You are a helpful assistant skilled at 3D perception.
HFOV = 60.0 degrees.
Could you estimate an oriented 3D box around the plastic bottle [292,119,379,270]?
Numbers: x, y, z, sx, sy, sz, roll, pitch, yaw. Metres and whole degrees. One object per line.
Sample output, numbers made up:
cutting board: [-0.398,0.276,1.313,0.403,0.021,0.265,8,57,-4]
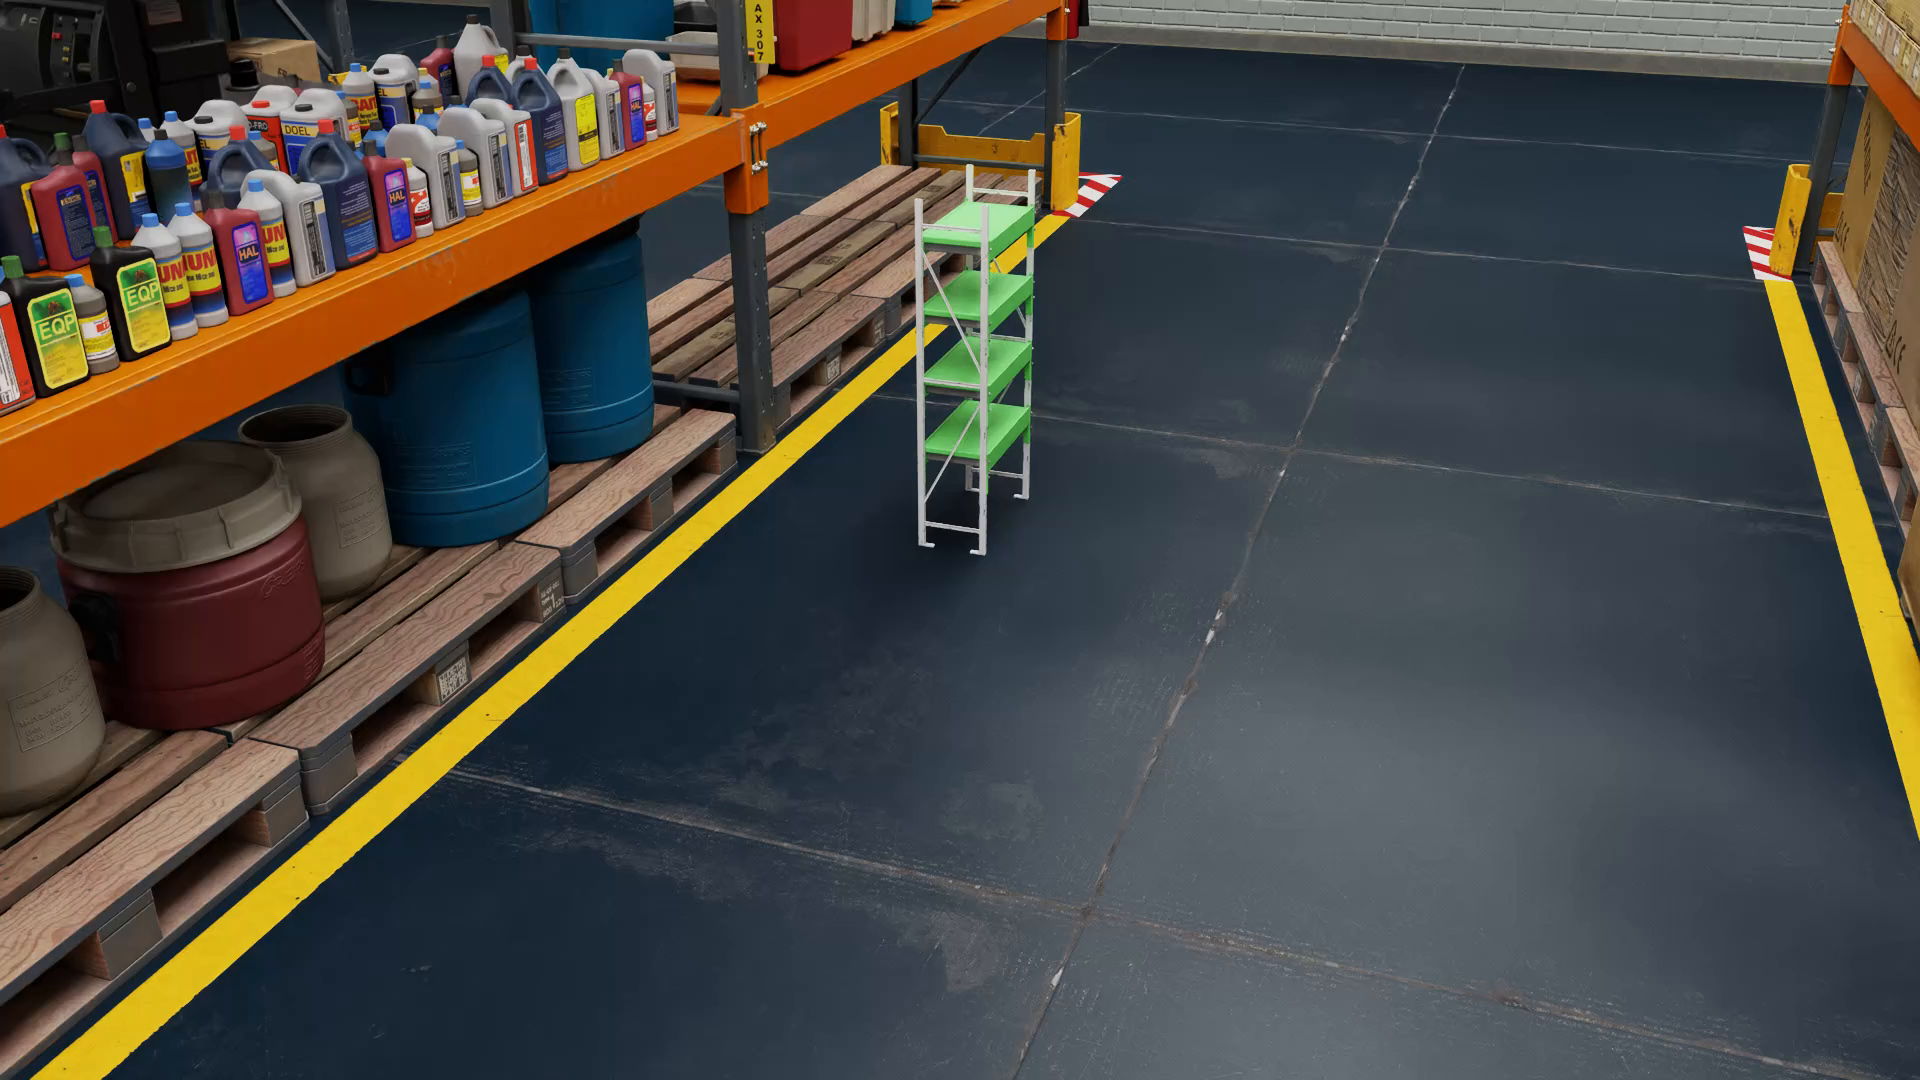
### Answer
plastic bottle: [-1.574,-0.868,4.156,0.144,0.351,0.185,9,27,17]

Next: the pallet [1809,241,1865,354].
pallet: [4.600,-1.098,7.776,1.003,0.211,1.213,9,27,17]

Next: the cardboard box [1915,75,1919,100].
cardboard box: [3.681,-1.637,5.978,0.380,0.149,0.250,8,27,17]

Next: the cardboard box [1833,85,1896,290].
cardboard box: [4.654,-1.651,7.675,0.875,0.875,0.875,9,27,17]

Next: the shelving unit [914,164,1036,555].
shelving unit: [0.055,-0.608,5.629,0.258,1.200,0.503,9,27,17]

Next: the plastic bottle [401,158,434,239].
plastic bottle: [-1.460,-0.910,4.415,0.097,0.201,0.097,0,26,0]

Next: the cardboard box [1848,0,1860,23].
cardboard box: [4.363,-2.482,7.722,0.380,0.149,0.250,9,27,18]

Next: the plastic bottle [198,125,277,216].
plastic bottle: [-1.762,-0.834,4.088,0.144,0.351,0.185,9,27,17]

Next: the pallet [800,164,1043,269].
pallet: [-0.190,-1.823,9.273,1.003,0.211,1.213,9,27,17]

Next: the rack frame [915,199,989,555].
rack frame: [-0.026,-0.508,5.422,0.240,1.200,0.015,9,27,17]

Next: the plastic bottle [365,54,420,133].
plastic bottle: [-1.845,-1.426,5.396,0.152,0.276,0.135,9,27,17]

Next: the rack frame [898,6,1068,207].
rack frame: [0.121,-3.411,9.354,1.000,3.000,0.127,9,27,17]

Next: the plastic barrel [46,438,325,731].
plastic barrel: [-2.018,0.105,4.376,0.600,0.588,0.708,9,27,17]

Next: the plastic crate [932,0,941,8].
plastic crate: [-0.240,-2.599,7.910,0.298,0.136,0.250,9,27,17]

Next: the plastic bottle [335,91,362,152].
plastic bottle: [-1.942,-1.309,5.240,0.097,0.201,0.097,0,26,0]

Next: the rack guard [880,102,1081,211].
rack guard: [0.117,-2.298,9.923,1.175,0.500,0.348,9,27,17]

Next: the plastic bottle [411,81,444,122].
plastic bottle: [-1.721,-1.382,5.391,0.097,0.201,0.097,0,26,0]

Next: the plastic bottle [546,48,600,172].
plastic bottle: [-1.207,-1.320,5.091,0.144,0.351,0.185,9,27,17]

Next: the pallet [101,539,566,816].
pallet: [-1.910,0.302,4.885,1.003,0.211,1.213,9,27,17]

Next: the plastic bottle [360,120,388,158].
plastic bottle: [-1.571,-1.003,4.528,0.097,0.271,0.097,0,26,0]

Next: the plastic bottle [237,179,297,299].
plastic bottle: [-1.643,-0.715,3.933,0.097,0.271,0.097,0,26,0]

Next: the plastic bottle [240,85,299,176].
plastic bottle: [-2.031,-1.196,4.921,0.152,0.276,0.135,9,27,17]

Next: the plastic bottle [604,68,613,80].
plastic bottle: [-1.160,-1.480,5.592,0.097,0.201,0.097,0,26,0]

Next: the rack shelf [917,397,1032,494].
rack shelf: [0.055,-0.335,5.761,0.258,0.148,0.480,9,27,17]

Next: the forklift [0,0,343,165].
forklift: [-3.727,-1.900,6.312,1.130,2.935,3.031,15,30,28]

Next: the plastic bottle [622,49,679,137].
plastic bottle: [-1.036,-1.503,5.554,0.152,0.276,0.135,9,27,17]

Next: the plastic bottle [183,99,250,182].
plastic bottle: [-2.108,-1.101,4.724,0.152,0.276,0.135,9,27,17]

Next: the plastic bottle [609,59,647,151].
plastic bottle: [-1.070,-1.405,5.343,0.061,0.283,0.133,9,27,17]

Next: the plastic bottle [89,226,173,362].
plastic bottle: [-1.774,-0.536,3.548,0.061,0.283,0.133,9,27,17]

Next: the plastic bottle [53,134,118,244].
plastic bottle: [-2.265,-0.891,4.282,0.061,0.283,0.133,9,27,17]

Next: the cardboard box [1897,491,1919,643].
cardboard box: [3.267,-0.016,4.298,1.225,0.875,0.875,9,27,18]

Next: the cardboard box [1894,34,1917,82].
cardboard box: [3.852,-1.850,6.417,0.380,0.149,0.250,8,27,16]

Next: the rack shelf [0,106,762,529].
rack shelf: [-1.875,-0.622,4.418,1.077,0.370,4.000,9,27,17]

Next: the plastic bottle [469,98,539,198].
plastic bottle: [-1.326,-1.146,4.816,0.152,0.276,0.135,9,27,17]

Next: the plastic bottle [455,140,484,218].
plastic bottle: [-1.383,-1.005,4.612,0.097,0.201,0.097,0,26,0]

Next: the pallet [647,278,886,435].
pallet: [-1.002,-0.820,7.202,1.003,0.211,1.213,9,27,17]

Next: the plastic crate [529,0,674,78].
plastic crate: [-1.376,-2.029,6.447,0.392,0.384,0.575,9,27,17]

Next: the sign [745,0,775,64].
sign: [-0.692,-1.812,5.732,0.100,0.325,0.005,9,27,17]

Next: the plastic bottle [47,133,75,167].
plastic bottle: [-2.322,-0.900,4.300,0.061,0.283,0.133,9,27,17]

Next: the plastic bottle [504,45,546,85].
plastic bottle: [-1.343,-1.341,5.134,0.144,0.351,0.185,9,27,17]

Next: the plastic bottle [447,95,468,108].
plastic bottle: [-1.449,-1.154,4.839,0.097,0.271,0.097,0,26,0]

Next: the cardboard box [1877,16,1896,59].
cardboard box: [4.022,-2.059,6.850,0.380,0.149,0.250,8,27,16]

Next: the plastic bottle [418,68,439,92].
plastic bottle: [-1.800,-1.484,5.602,0.097,0.201,0.097,0,26,0]

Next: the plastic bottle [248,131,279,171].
plastic bottle: [-1.985,-1.057,4.719,0.097,0.201,0.097,0,26,0]

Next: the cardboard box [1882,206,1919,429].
cardboard box: [4.055,-0.912,6.147,0.875,0.875,0.875,9,27,17]

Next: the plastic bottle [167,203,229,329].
plastic bottle: [-1.720,-0.620,3.737,0.097,0.271,0.097,0,26,0]

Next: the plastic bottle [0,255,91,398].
plastic bottle: [-1.851,-0.441,3.352,0.061,0.283,0.133,9,27,17]

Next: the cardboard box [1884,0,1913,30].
cardboard box: [4.040,-2.181,6.643,0.500,0.250,0.500,8,27,16]

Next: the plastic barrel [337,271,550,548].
plastic barrel: [-1.643,-0.500,5.267,0.600,0.901,0.708,9,27,17]

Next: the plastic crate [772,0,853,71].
plastic crate: [-0.676,-2.154,6.614,0.402,0.464,0.583,9,27,17]

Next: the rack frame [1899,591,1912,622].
rack frame: [3.461,-1.049,4.475,1.000,3.000,0.127,9,27,17]

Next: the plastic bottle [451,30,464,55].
plastic bottle: [-1.734,-1.626,5.801,0.061,0.283,0.133,9,27,17]

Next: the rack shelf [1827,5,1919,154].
rack shelf: [4.126,-1.547,6.329,1.077,0.370,4.000,9,27,17]

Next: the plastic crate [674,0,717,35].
plastic crate: [-1.091,-2.170,7.036,0.437,0.125,0.590,9,27,17]

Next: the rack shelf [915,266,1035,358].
rack shelf: [0.055,-0.767,5.552,0.258,0.148,0.480,9,27,17]

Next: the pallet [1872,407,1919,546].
pallet: [3.788,-0.095,5.705,1.003,0.211,1.213,9,27,17]

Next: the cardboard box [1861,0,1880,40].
cardboard box: [4.194,-2.271,7.287,0.380,0.149,0.250,8,27,16]

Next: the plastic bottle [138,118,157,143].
plastic bottle: [-2.205,-1.015,4.552,0.097,0.271,0.097,0,26,0]
